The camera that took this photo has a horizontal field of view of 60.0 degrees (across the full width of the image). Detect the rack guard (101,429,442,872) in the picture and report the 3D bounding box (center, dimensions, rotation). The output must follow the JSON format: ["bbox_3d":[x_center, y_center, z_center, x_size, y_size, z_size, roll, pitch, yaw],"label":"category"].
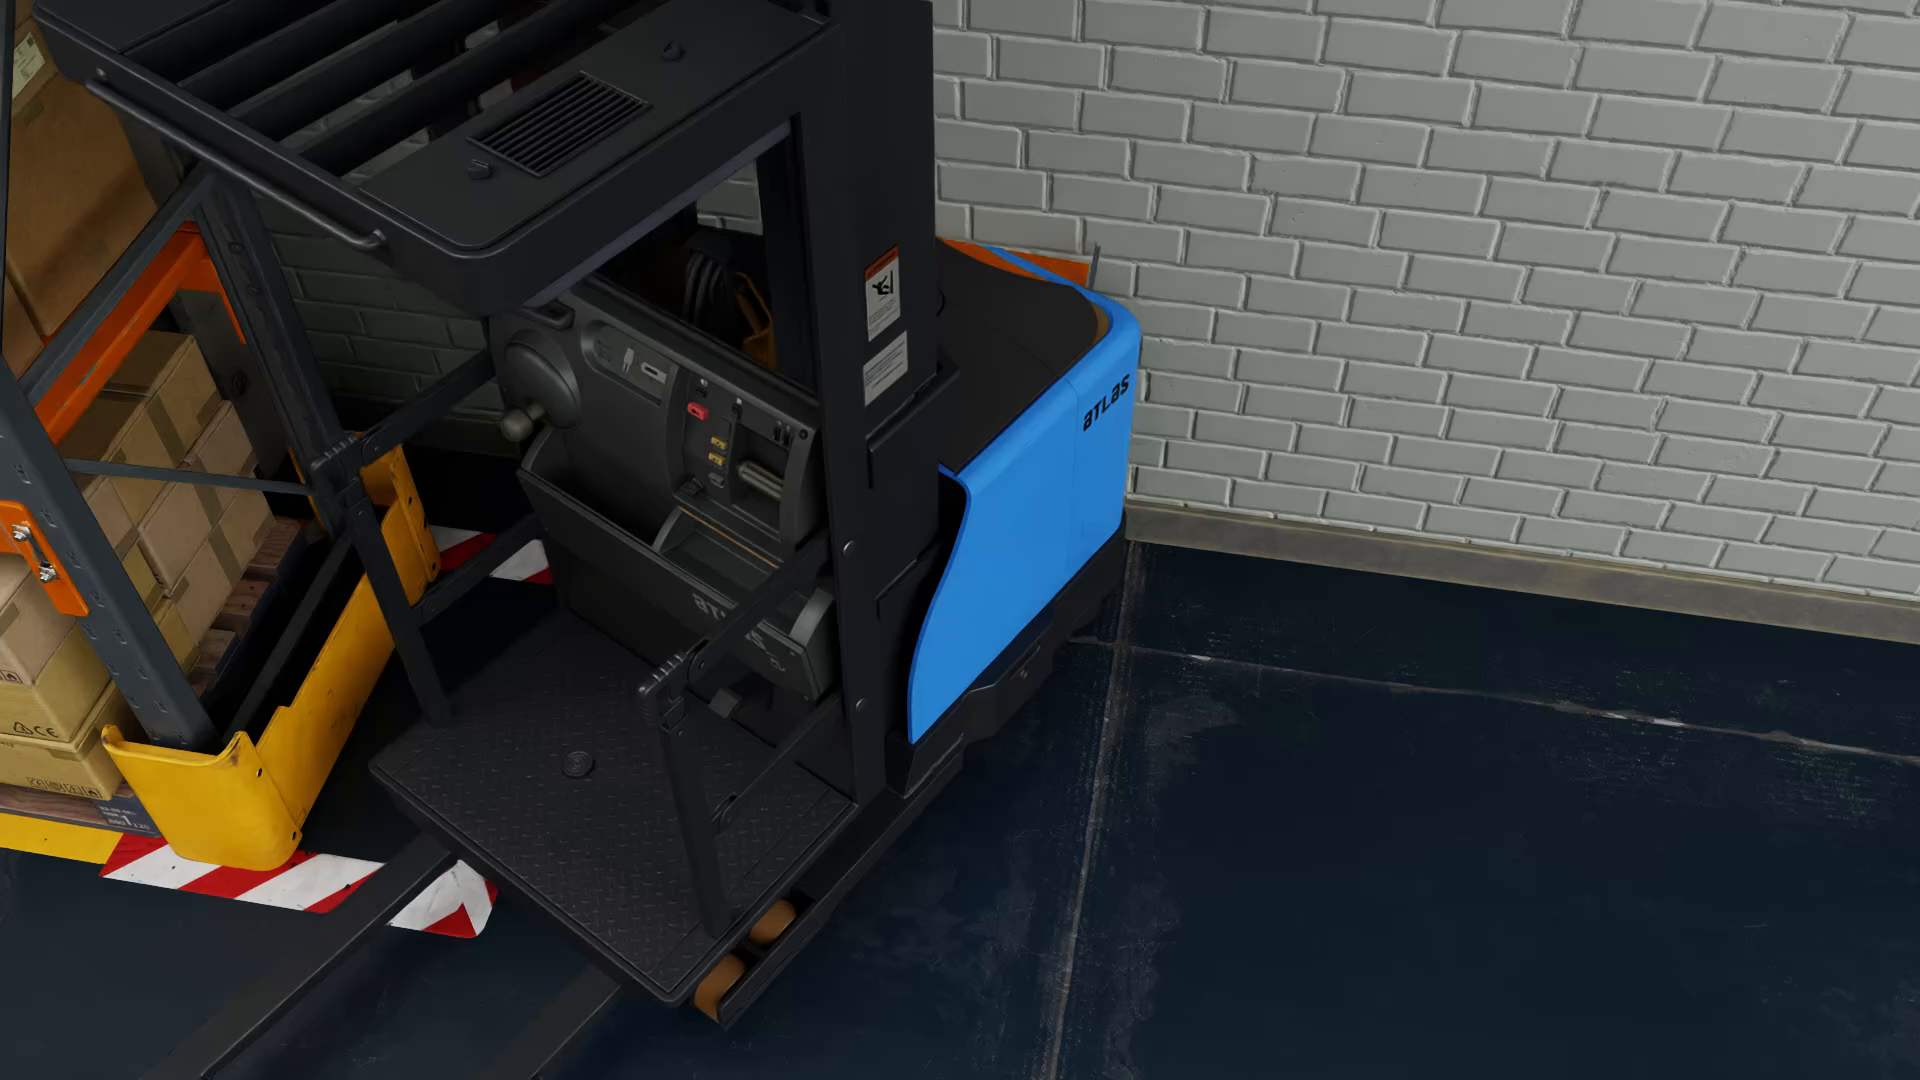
[{"bbox_3d":[-1.878,0.278,4.664,0.348,0.500,1.175,8,49,7],"label":"rack guard"}]

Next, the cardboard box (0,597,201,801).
[{"bbox_3d":[-2.420,0.387,4.452,0.500,0.250,0.500,8,49,7],"label":"cardboard box"}]

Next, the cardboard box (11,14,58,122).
[{"bbox_3d":[-2.189,-1.046,3.670,0.250,0.149,0.380,7,48,6],"label":"cardboard box"}]

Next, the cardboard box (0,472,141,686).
[{"bbox_3d":[-2.410,0.051,4.082,0.500,0.250,0.500,9,49,8],"label":"cardboard box"}]

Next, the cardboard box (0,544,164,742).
[{"bbox_3d":[-2.436,0.215,4.270,0.500,0.250,0.500,7,48,6],"label":"cardboard box"}]

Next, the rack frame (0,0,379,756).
[{"bbox_3d":[-1.901,-0.561,3.738,0.127,3.000,1.000,8,49,7],"label":"rack frame"}]

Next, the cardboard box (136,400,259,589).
[{"bbox_3d":[-2.327,-0.164,4.611,0.500,0.250,0.500,8,49,8],"label":"cardboard box"}]

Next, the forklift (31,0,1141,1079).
[{"bbox_3d":[-0.805,-0.200,3.459,1.130,2.935,3.031,30,55,24],"label":"forklift"}]

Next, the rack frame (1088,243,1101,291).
[{"bbox_3d":[0.322,-0.403,4.809,0.015,1.200,0.240,10,43,3],"label":"rack frame"}]

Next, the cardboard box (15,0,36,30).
[{"bbox_3d":[-2.194,-1.111,3.529,0.250,0.149,0.380,7,48,6],"label":"cardboard box"}]

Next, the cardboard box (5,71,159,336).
[{"bbox_3d":[-2.340,-0.863,3.942,0.500,0.500,0.500,9,49,8],"label":"cardboard box"}]

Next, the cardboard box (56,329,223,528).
[{"bbox_3d":[-2.341,-0.319,4.414,0.500,0.250,0.500,7,48,6],"label":"cardboard box"}]

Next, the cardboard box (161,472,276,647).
[{"bbox_3d":[-2.350,0.010,4.791,0.500,0.250,0.500,8,49,7],"label":"cardboard box"}]

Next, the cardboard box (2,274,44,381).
[{"bbox_3d":[-2.432,-0.467,3.586,0.500,0.500,0.500,7,48,6],"label":"cardboard box"}]

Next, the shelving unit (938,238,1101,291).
[{"bbox_3d":[0.082,-0.446,4.824,0.503,1.200,0.258,10,43,3],"label":"shelving unit"}]

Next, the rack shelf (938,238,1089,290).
[{"bbox_3d":[0.118,-0.732,4.556,0.480,0.148,0.258,10,43,3],"label":"rack shelf"}]

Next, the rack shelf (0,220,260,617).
[{"bbox_3d":[-3.870,-0.585,4.243,4.000,0.370,1.077,8,49,7],"label":"rack shelf"}]

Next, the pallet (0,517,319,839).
[{"bbox_3d":[-2.661,0.300,4.838,1.213,0.211,1.003,8,49,7],"label":"pallet"}]
